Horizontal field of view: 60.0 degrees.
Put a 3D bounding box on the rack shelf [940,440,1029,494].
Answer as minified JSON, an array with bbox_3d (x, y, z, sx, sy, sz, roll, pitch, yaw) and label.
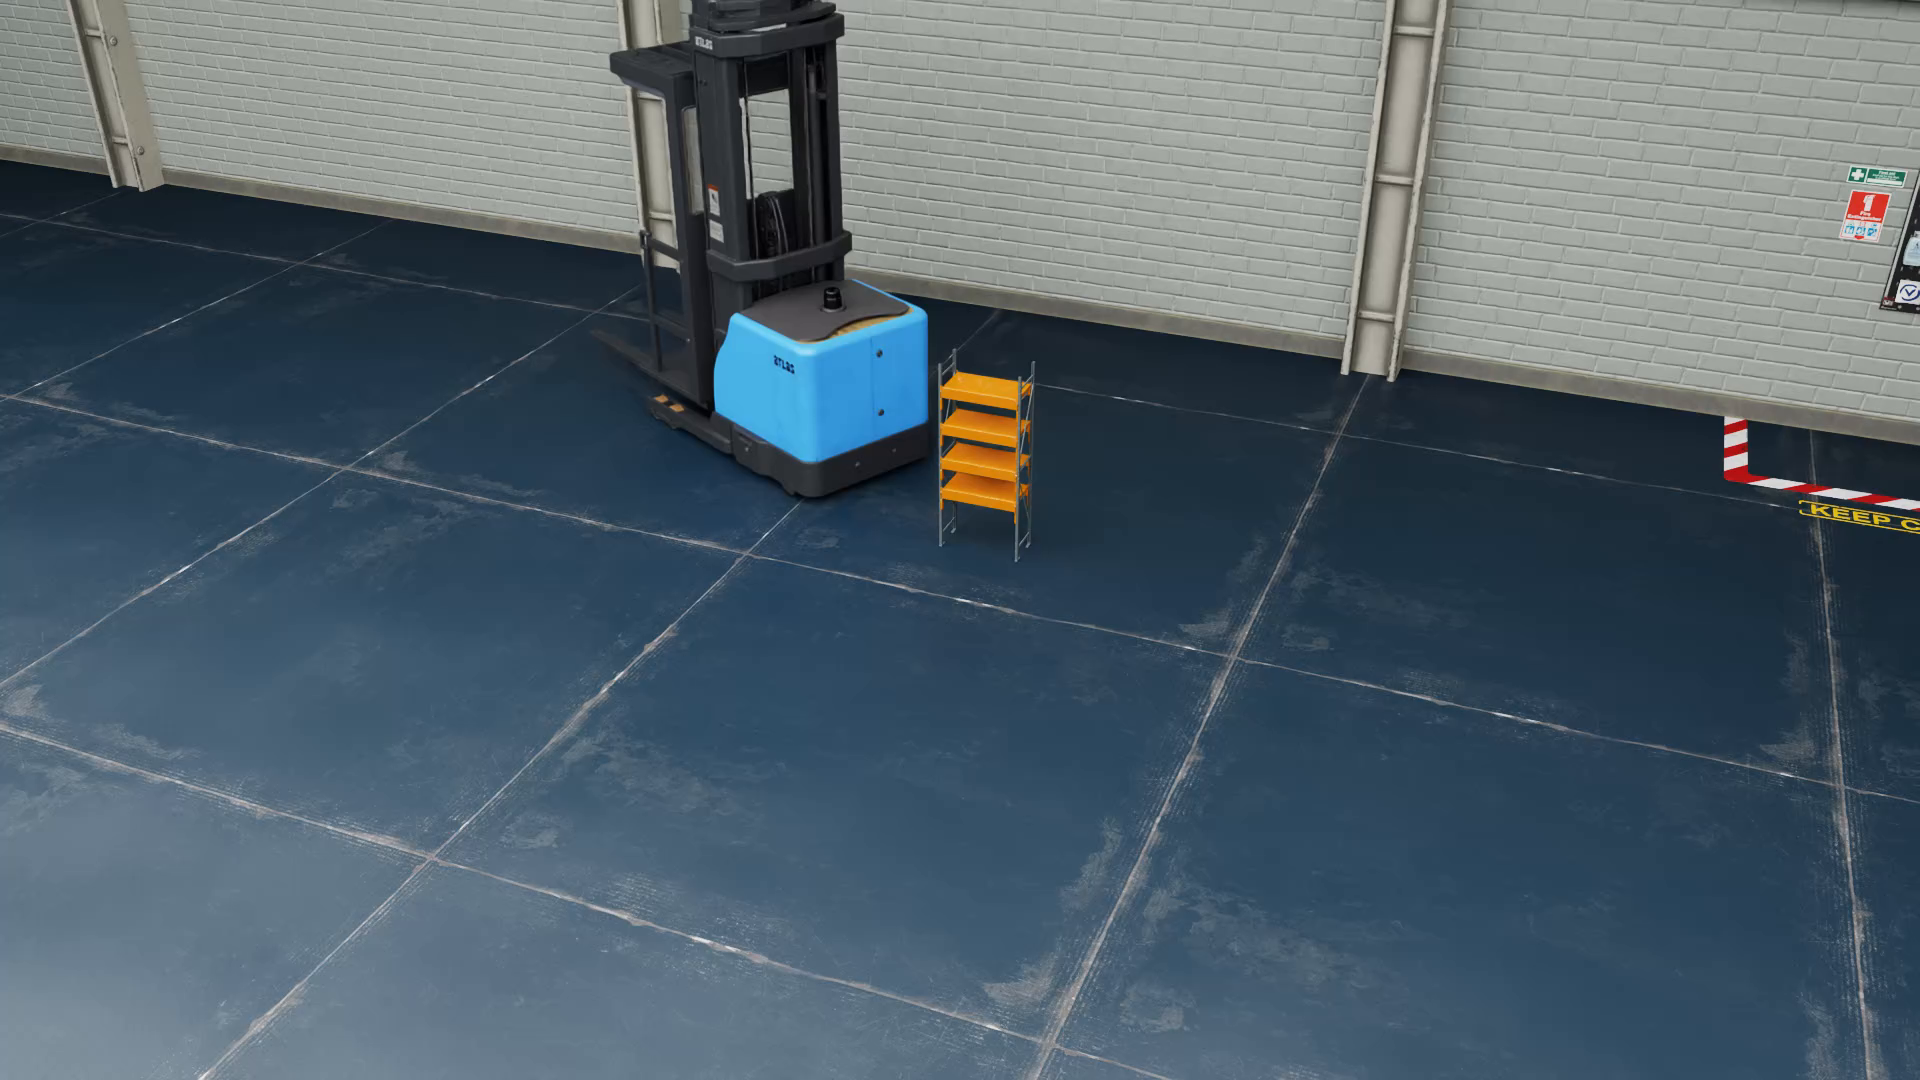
[{"bbox_3d":[0.153,-0.433,9.845,0.480,0.148,0.258,11,31,19],"label":"rack shelf"}]

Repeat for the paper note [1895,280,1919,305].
[{"bbox_3d":[6.212,-1.620,10.874,0.142,0.148,0.016,11,31,19],"label":"paper note"}]

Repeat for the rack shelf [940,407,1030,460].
[{"bbox_3d":[0.153,-0.628,9.735,0.480,0.148,0.258,11,31,19],"label":"rack shelf"}]

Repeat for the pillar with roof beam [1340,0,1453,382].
[{"bbox_3d":[1.447,-3.223,6.718,0.400,9.000,9.100,11,31,19],"label":"pillar with roof beam"}]

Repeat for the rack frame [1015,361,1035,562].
[{"bbox_3d":[0.379,-0.447,9.732,0.015,1.200,0.240,11,31,19],"label":"rack frame"}]

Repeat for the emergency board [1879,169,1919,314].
[{"bbox_3d":[6.349,-1.949,10.561,0.626,1.169,0.157,11,31,19],"label":"emergency board"}]

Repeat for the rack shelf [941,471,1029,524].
[{"bbox_3d":[0.153,-0.260,9.943,0.480,0.148,0.258,11,31,19],"label":"rack shelf"}]

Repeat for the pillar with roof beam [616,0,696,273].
[{"bbox_3d":[-4.113,-4.333,8.682,0.400,9.000,9.100,11,31,19],"label":"pillar with roof beam"}]

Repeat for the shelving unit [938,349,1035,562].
[{"bbox_3d":[0.153,-0.492,9.812,0.503,1.200,0.258,11,31,19],"label":"shelving unit"}]

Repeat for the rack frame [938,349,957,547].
[{"bbox_3d":[-0.073,-0.537,9.892,0.015,1.200,0.240,11,31,19],"label":"rack frame"}]

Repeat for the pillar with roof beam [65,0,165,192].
[{"bbox_3d":[-9.672,-5.443,10.646,0.400,9.000,9.100,11,31,19],"label":"pillar with roof beam"}]

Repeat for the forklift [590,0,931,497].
[{"bbox_3d":[-1.535,-2.193,11.062,1.130,2.935,3.031,-23,37,-35],"label":"forklift"}]

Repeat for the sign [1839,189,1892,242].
[{"bbox_3d":[5.876,-2.104,10.799,0.234,0.329,0.001,11,31,19],"label":"sign"}]

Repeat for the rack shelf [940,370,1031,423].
[{"bbox_3d":[0.153,-0.834,9.619,0.480,0.148,0.258,11,31,19],"label":"rack shelf"}]
